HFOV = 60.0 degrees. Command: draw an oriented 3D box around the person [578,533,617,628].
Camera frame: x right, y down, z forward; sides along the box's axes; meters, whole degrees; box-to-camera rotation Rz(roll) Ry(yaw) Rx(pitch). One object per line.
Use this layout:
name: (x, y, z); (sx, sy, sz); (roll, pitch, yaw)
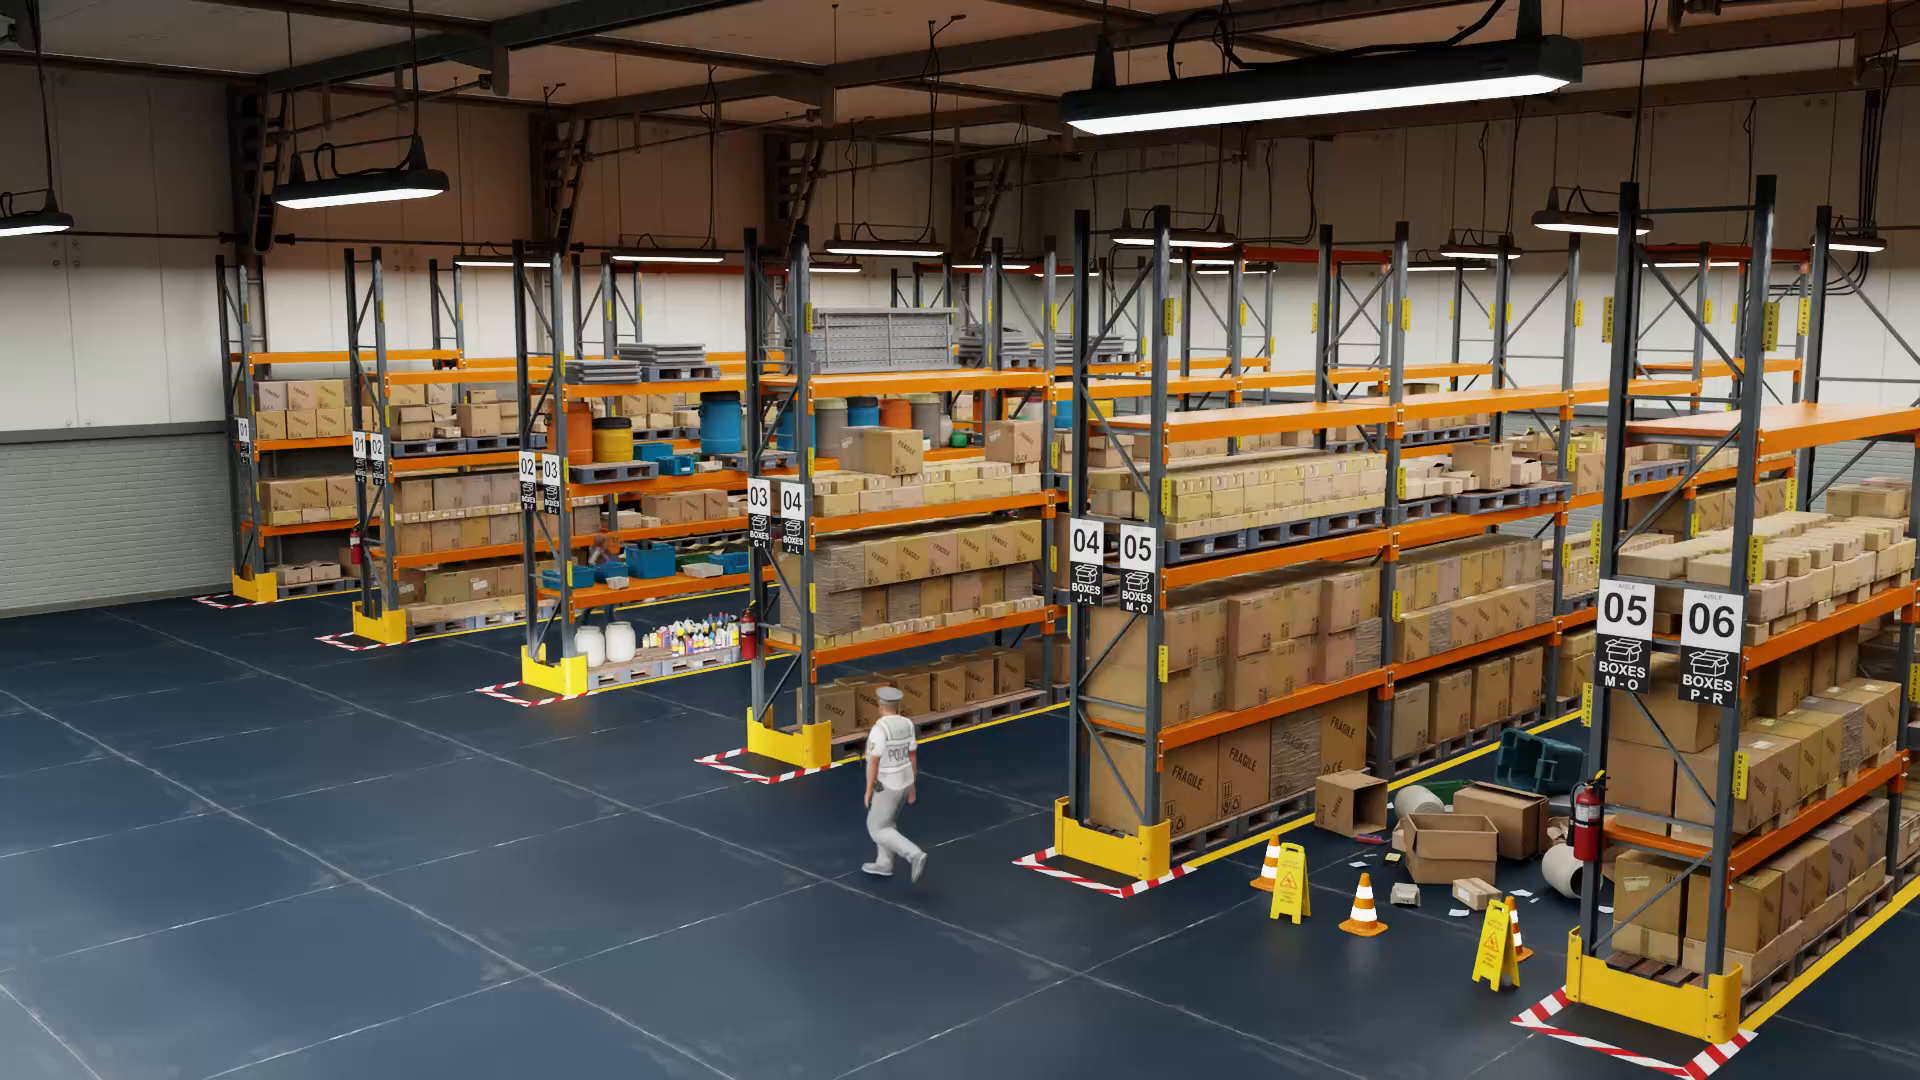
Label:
person: (-5.694, 0.703, 26.308); (0.733, 1.636, 0.446); (-3, 9, -20)

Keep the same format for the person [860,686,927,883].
person: (-0.609, 2.193, 14.870); (0.734, 1.752, 0.509); (3, 9, 23)
